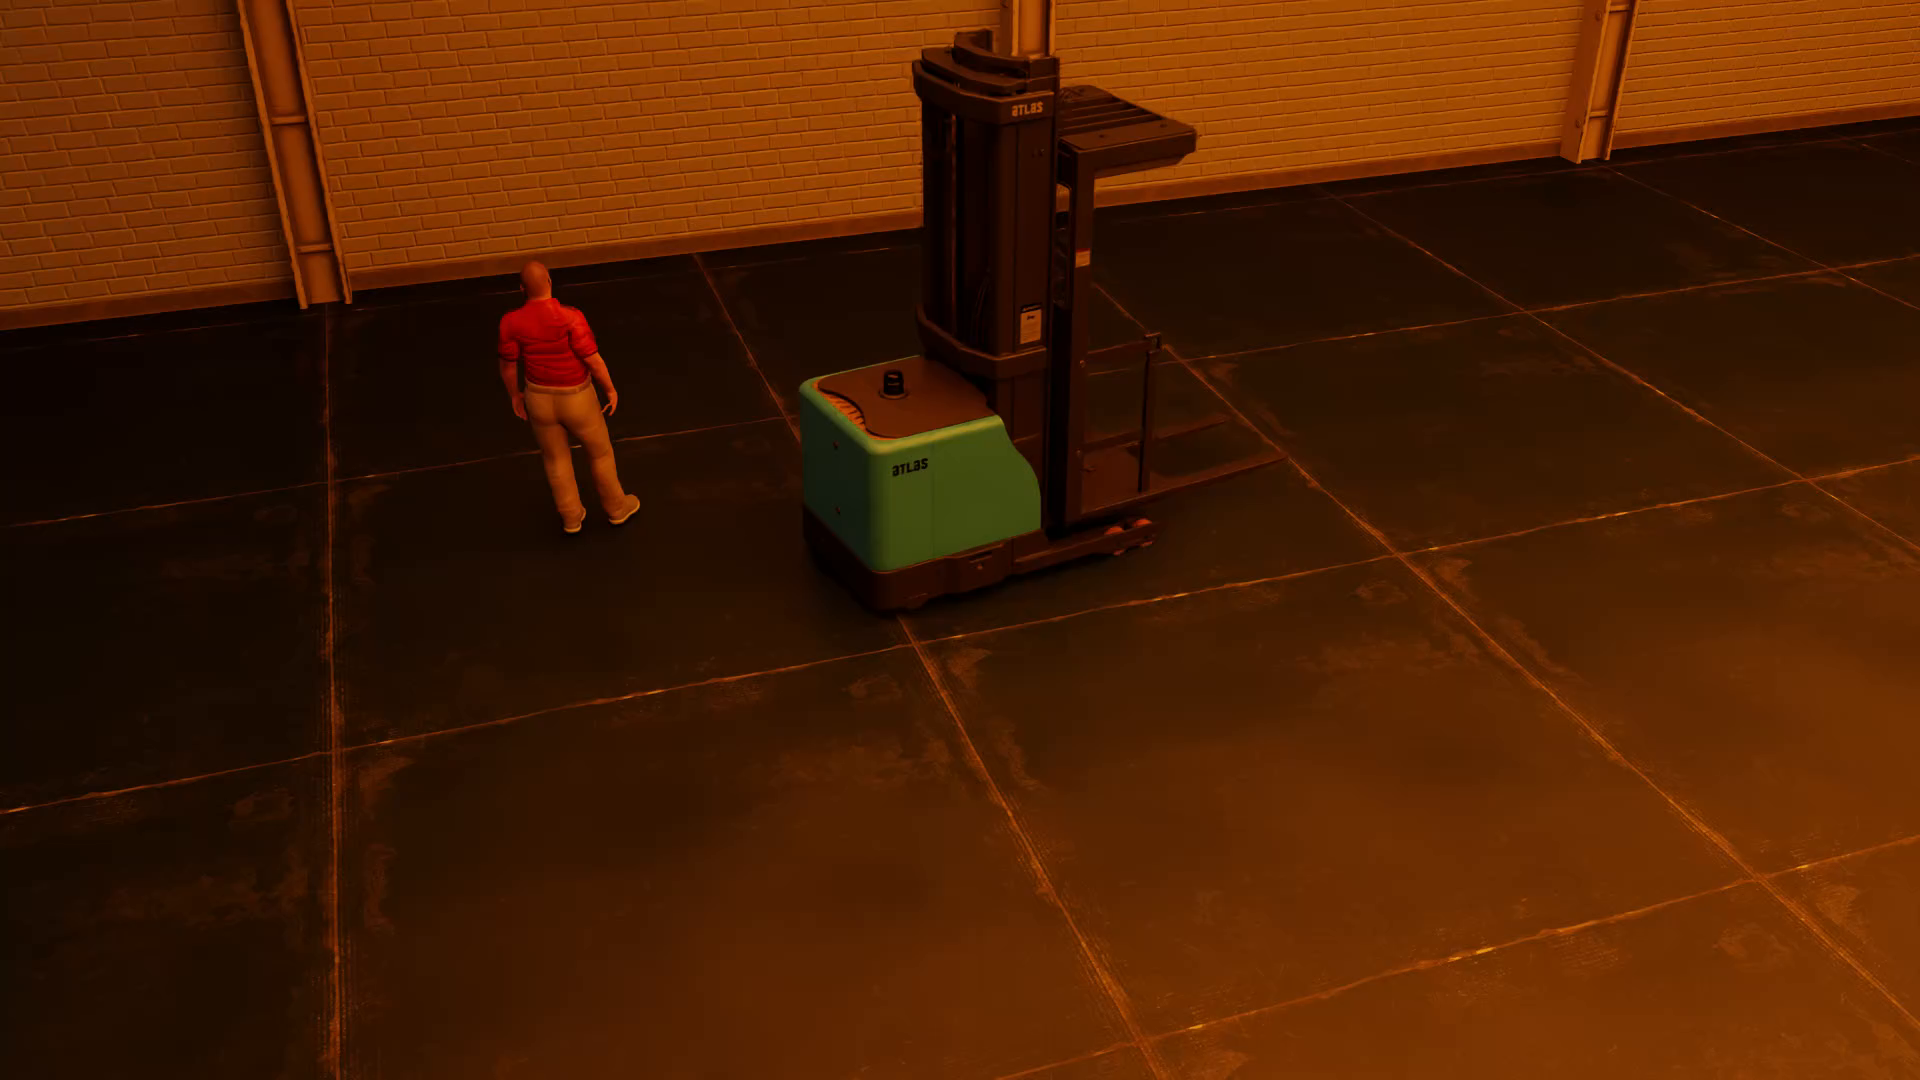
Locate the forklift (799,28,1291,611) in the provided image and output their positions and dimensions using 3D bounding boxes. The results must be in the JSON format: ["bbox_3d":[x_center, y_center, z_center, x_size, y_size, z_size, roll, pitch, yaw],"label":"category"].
[{"bbox_3d":[0.609,-1.396,9.513,3.031,2.935,1.130,-16,33,-25],"label":"forklift"}]

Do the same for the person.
[{"bbox_3d":[-2.318,-0.860,9.772,0.635,1.727,0.552,1,30,2],"label":"person"}]
